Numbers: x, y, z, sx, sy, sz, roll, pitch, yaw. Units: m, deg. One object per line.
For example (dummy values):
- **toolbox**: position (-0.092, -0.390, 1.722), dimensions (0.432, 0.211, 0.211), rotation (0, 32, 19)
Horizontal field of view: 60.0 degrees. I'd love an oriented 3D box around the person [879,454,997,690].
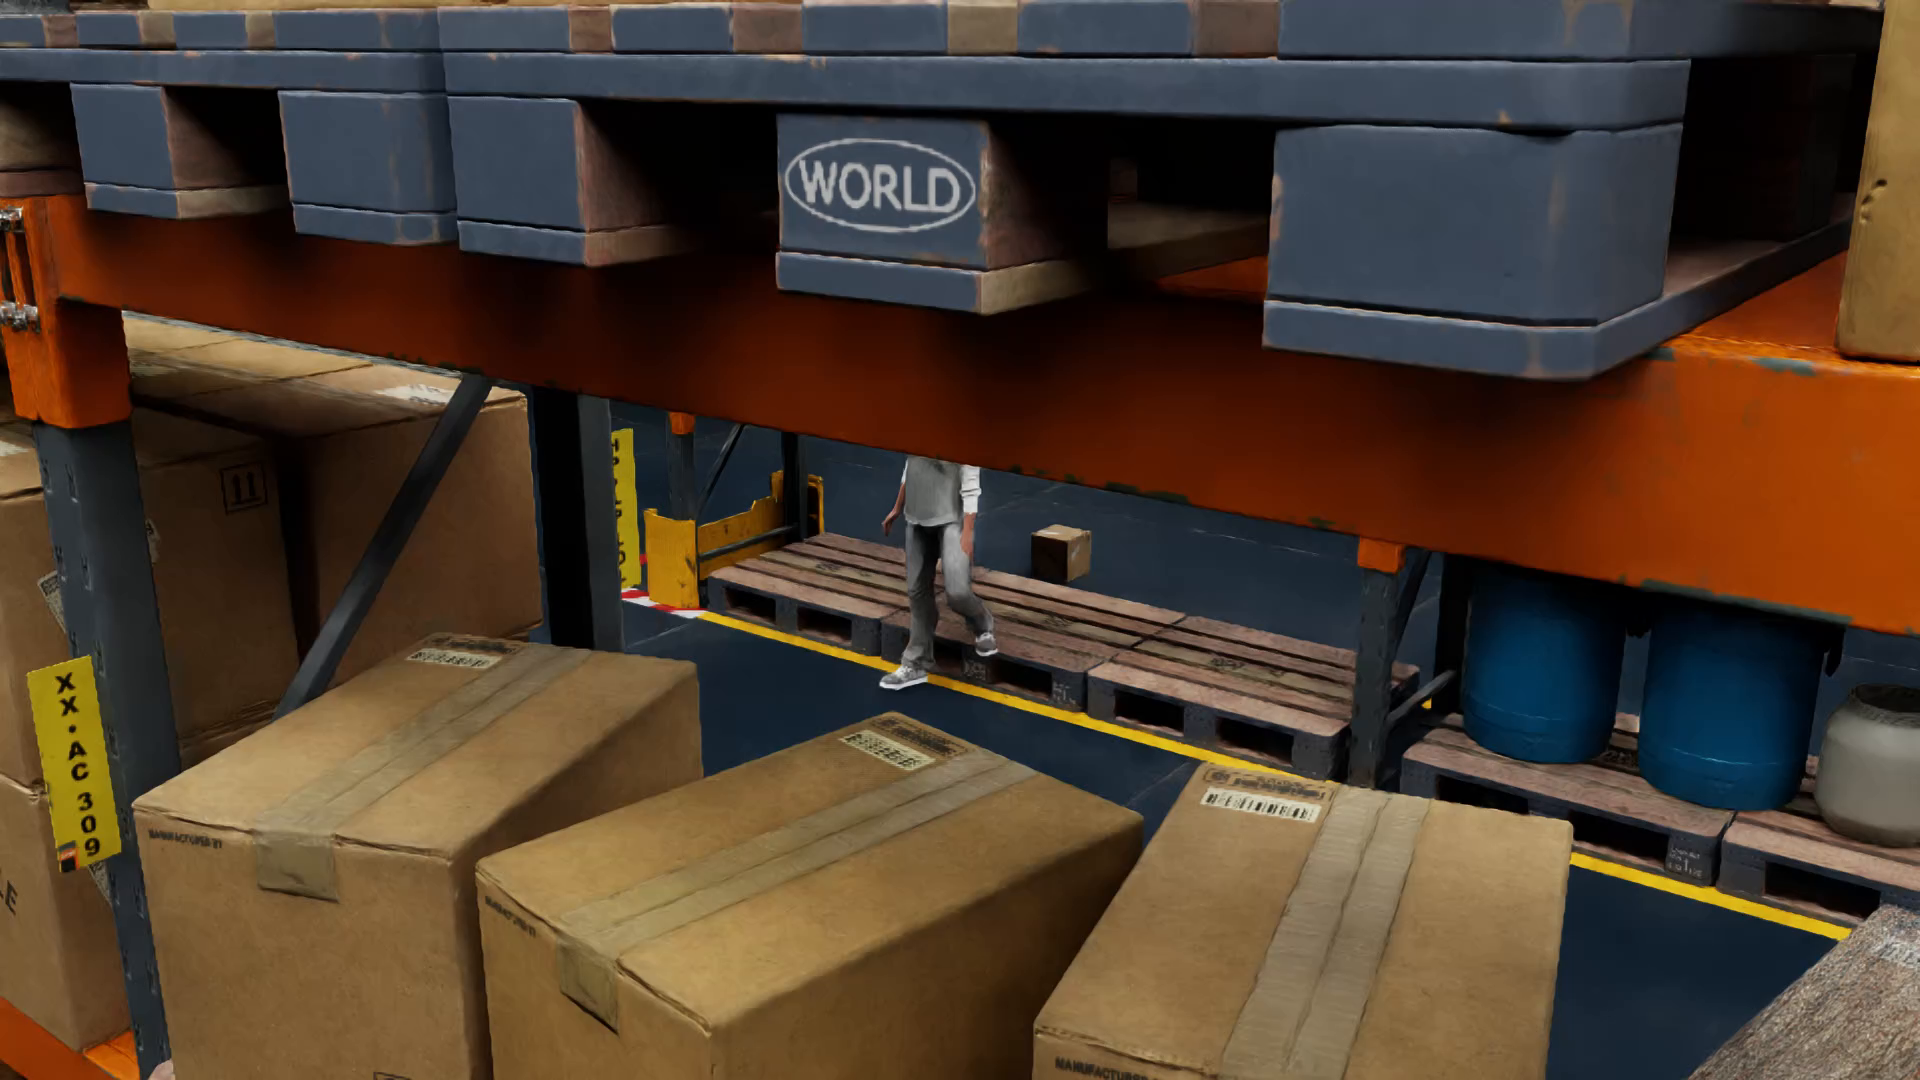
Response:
- **person**: position (-0.113, -0.067, 7.730), dimensions (0.517, 1.580, 0.601), rotation (-16, 23, -42)
